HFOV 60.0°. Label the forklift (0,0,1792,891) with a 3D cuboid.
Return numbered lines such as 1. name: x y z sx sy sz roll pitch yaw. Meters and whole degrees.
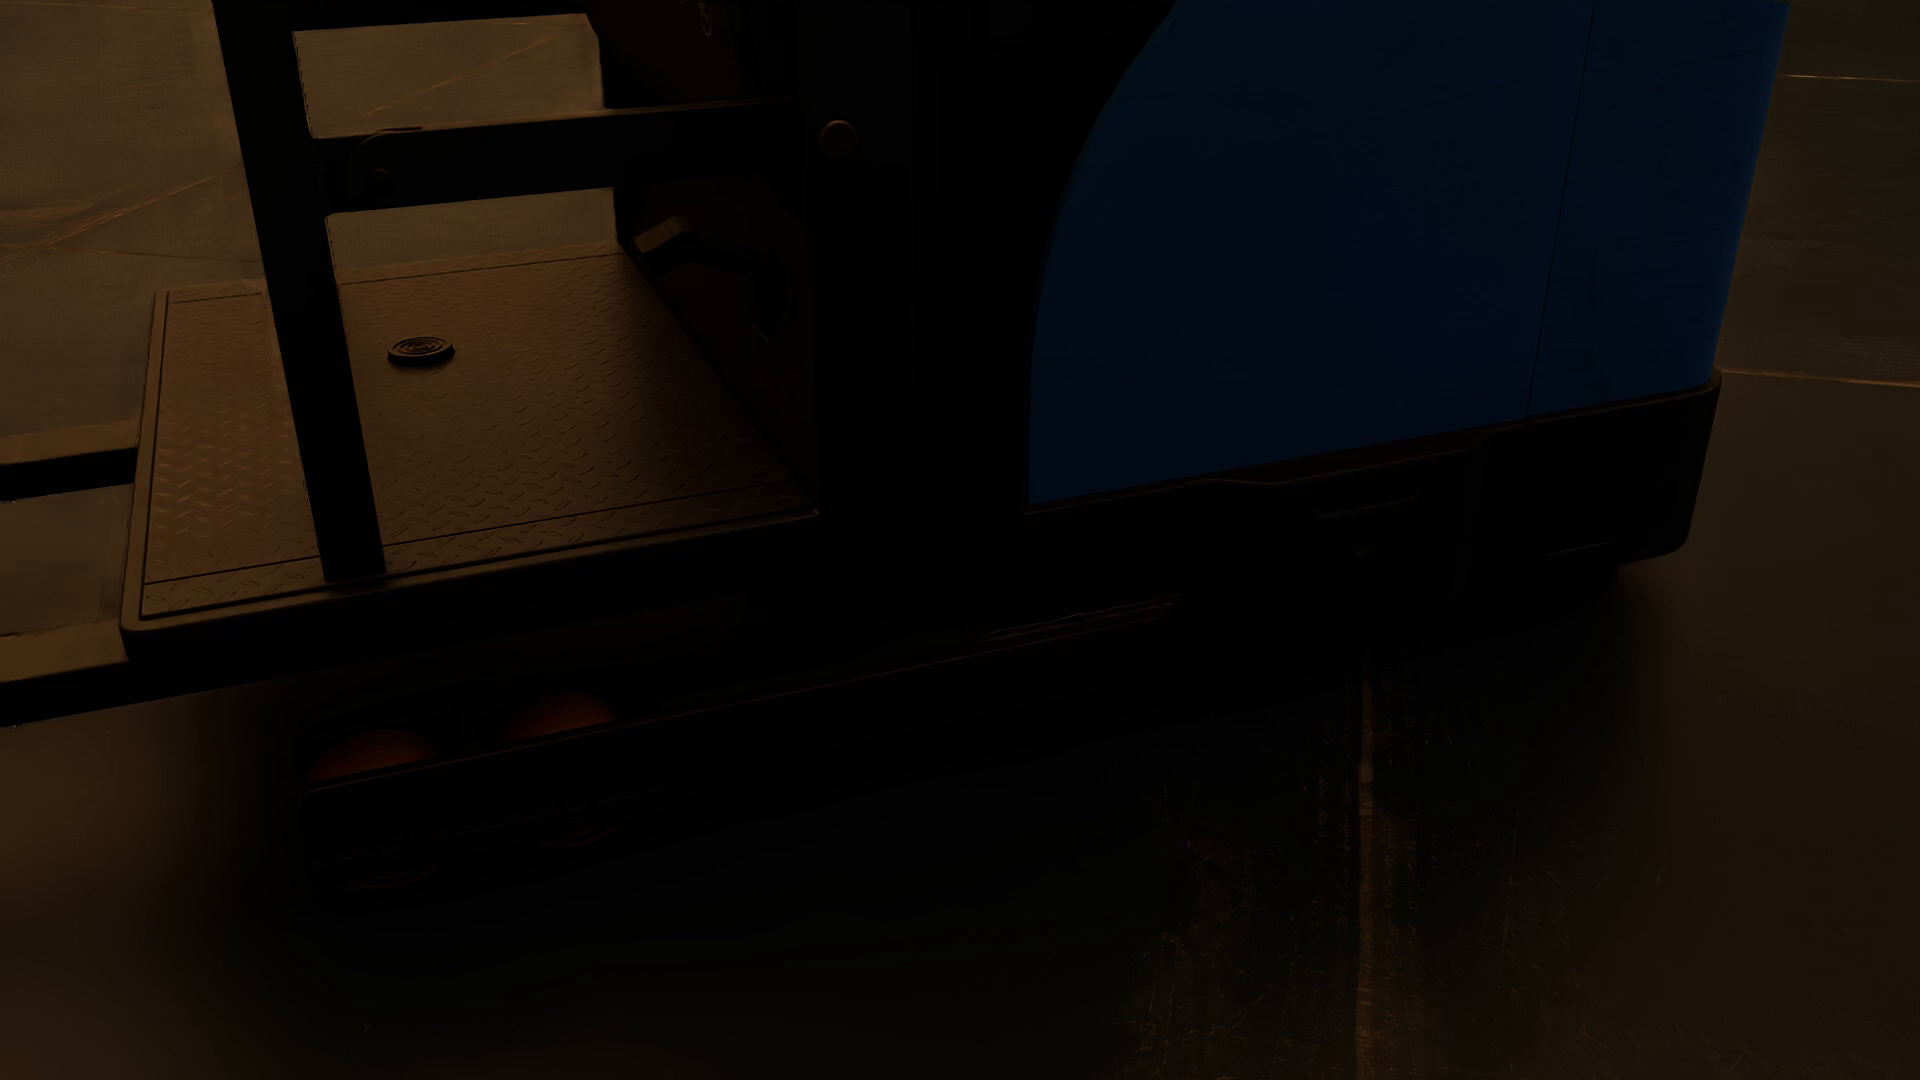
1. forklift: -0.534 -1.208 1.640 3.031 2.935 1.130 -10 29 -19
